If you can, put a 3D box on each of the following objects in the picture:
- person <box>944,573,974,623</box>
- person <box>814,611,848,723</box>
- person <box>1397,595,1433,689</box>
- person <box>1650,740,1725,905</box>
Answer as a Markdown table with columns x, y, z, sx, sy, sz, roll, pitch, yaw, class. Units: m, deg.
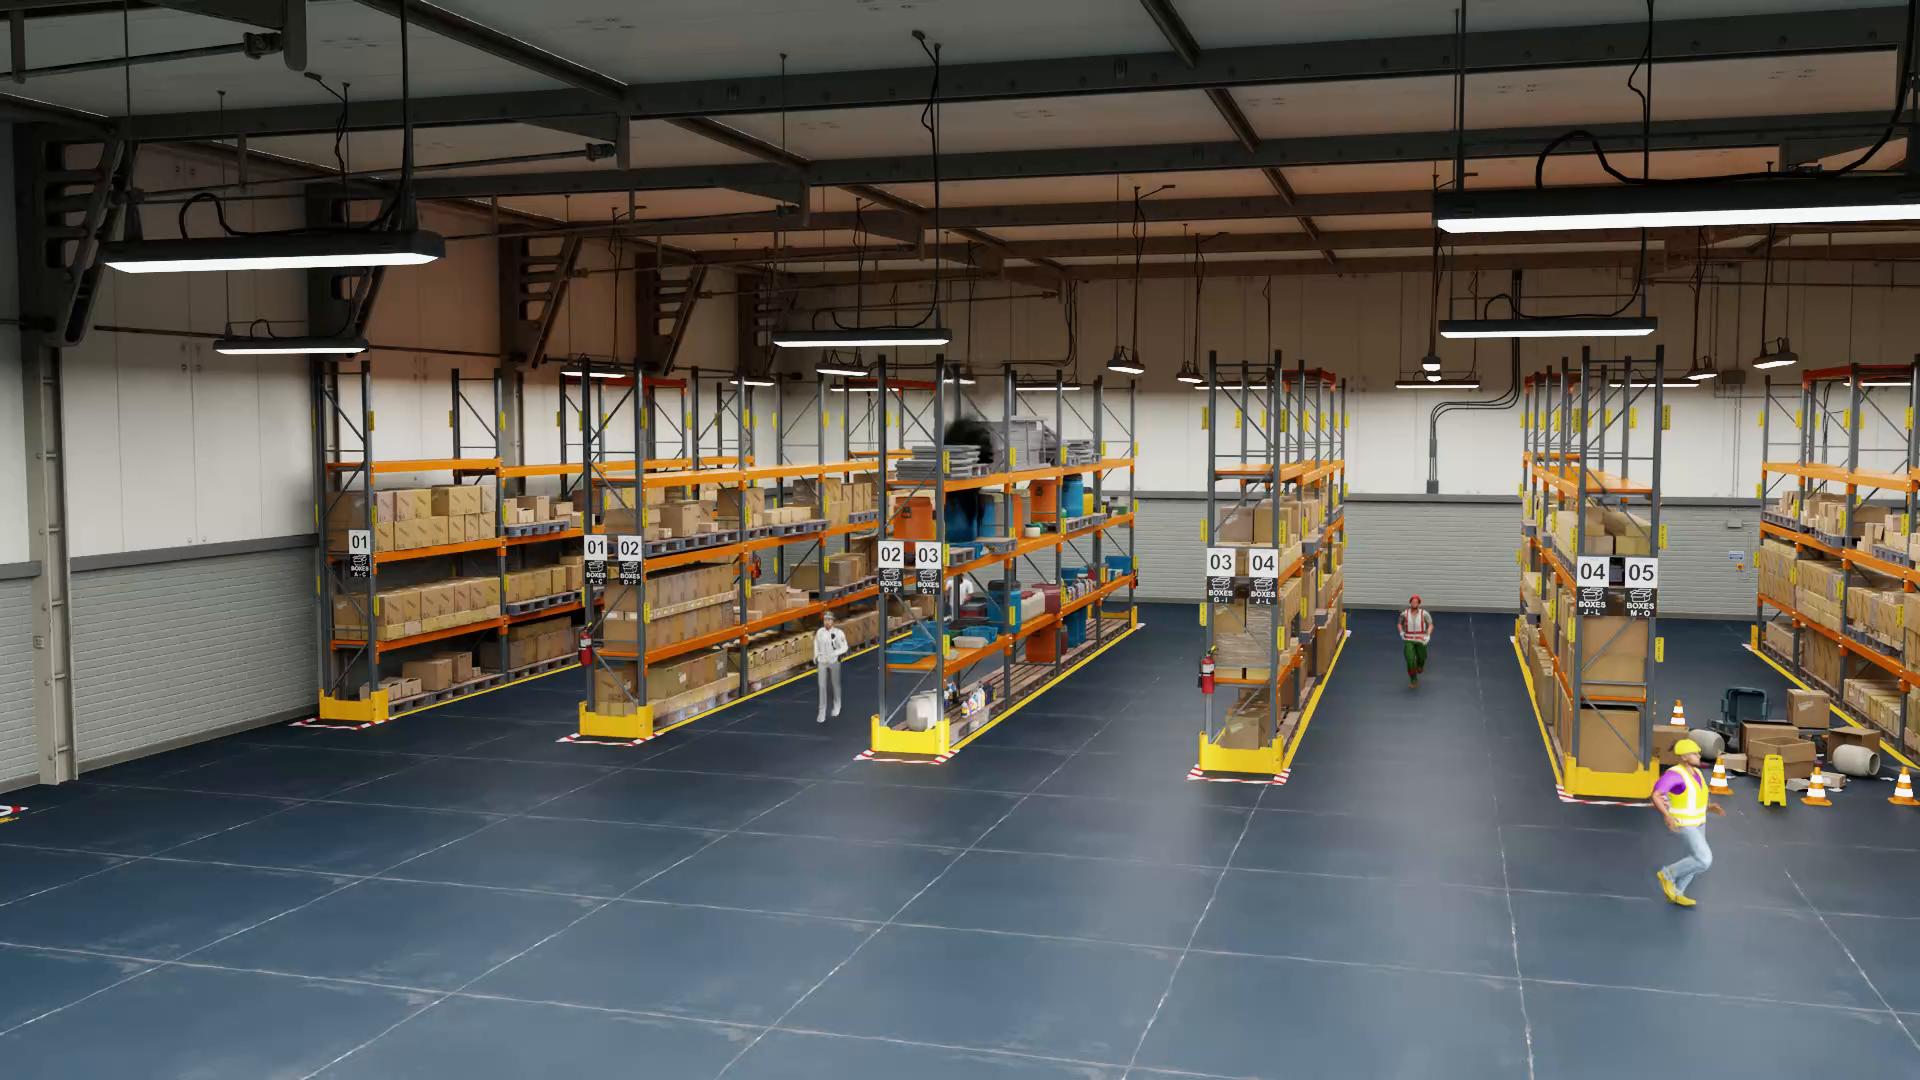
| x | y | z | sx | sy | sz | roll | pitch | yaw | class |
| --- | --- | --- | --- | --- | --- | --- | --- | --- | --- |
| -0.036 | 1.470 | 37.156 | 0.680 | 1.716 | 0.720 | 0 | 4 | 3 | person |
| -2.073 | 1.975 | 26.369 | 0.622 | 1.728 | 0.795 | 1 | 4 | 12 | person |
| 8.582 | 1.908 | 31.398 | 0.667 | 1.734 | 0.788 | 1 | 4 | 14 | person |
| 7.517 | 2.914 | 17.082 | 0.705 | 1.719 | 0.580 | -4 | 5 | -41 | person |
